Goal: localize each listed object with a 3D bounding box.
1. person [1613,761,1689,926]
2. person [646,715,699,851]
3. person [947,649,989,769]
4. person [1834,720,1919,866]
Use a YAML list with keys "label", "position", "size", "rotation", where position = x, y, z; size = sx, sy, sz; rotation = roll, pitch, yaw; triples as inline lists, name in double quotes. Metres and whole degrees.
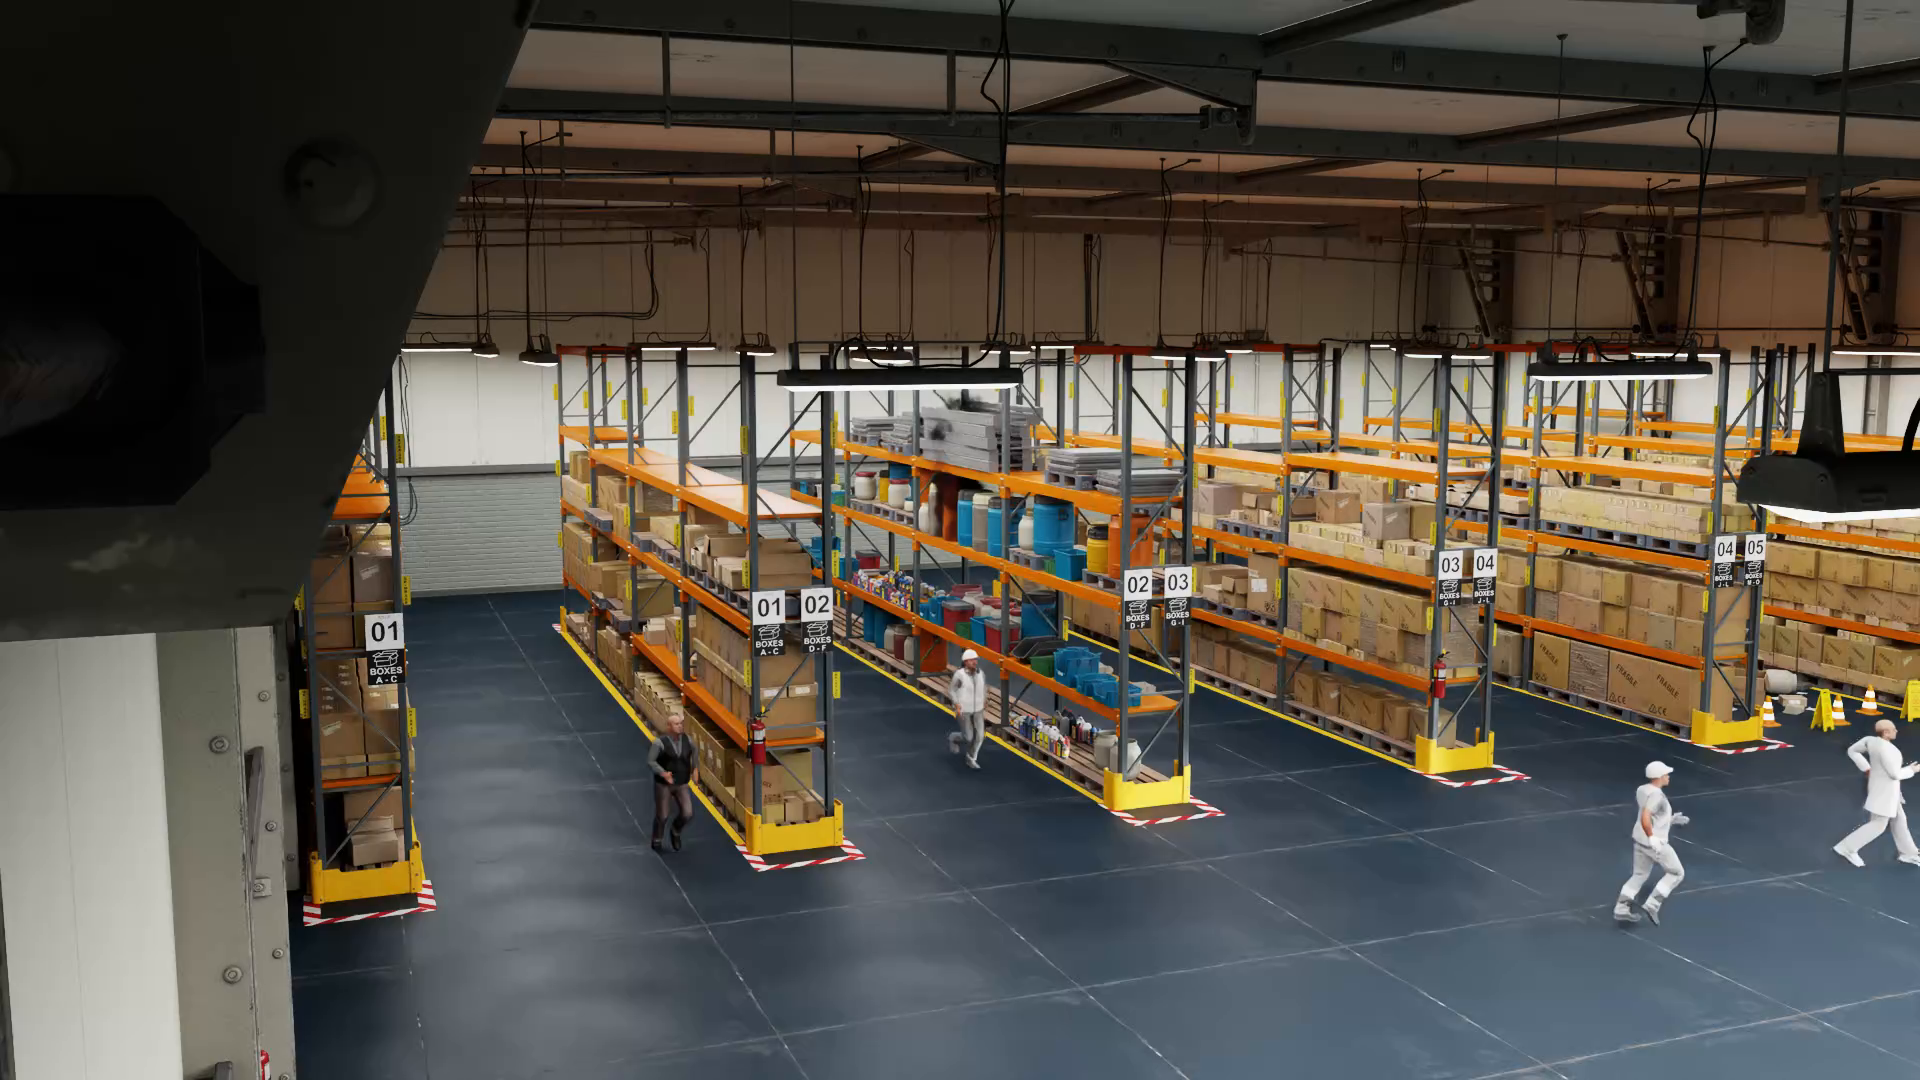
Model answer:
- label: "person"
  position: [7.365, 3.218, 17.613]
  size: [0.786, 1.776, 0.647]
  rotation: [0, 7, -4]
- label: "person"
  position: [-3.440, 2.948, 20.122]
  size: [0.714, 1.684, 0.621]
  rotation: [-4, 8, -29]
- label: "person"
  position: [0.113, 2.418, 24.042]
  size: [0.650, 1.727, 0.605]
  rotation: [-4, 8, -27]
- label: "person"
  position: [10.860, 2.964, 19.489]
  size: [1.116, 1.758, 0.731]
  rotation: [2, 7, 12]
